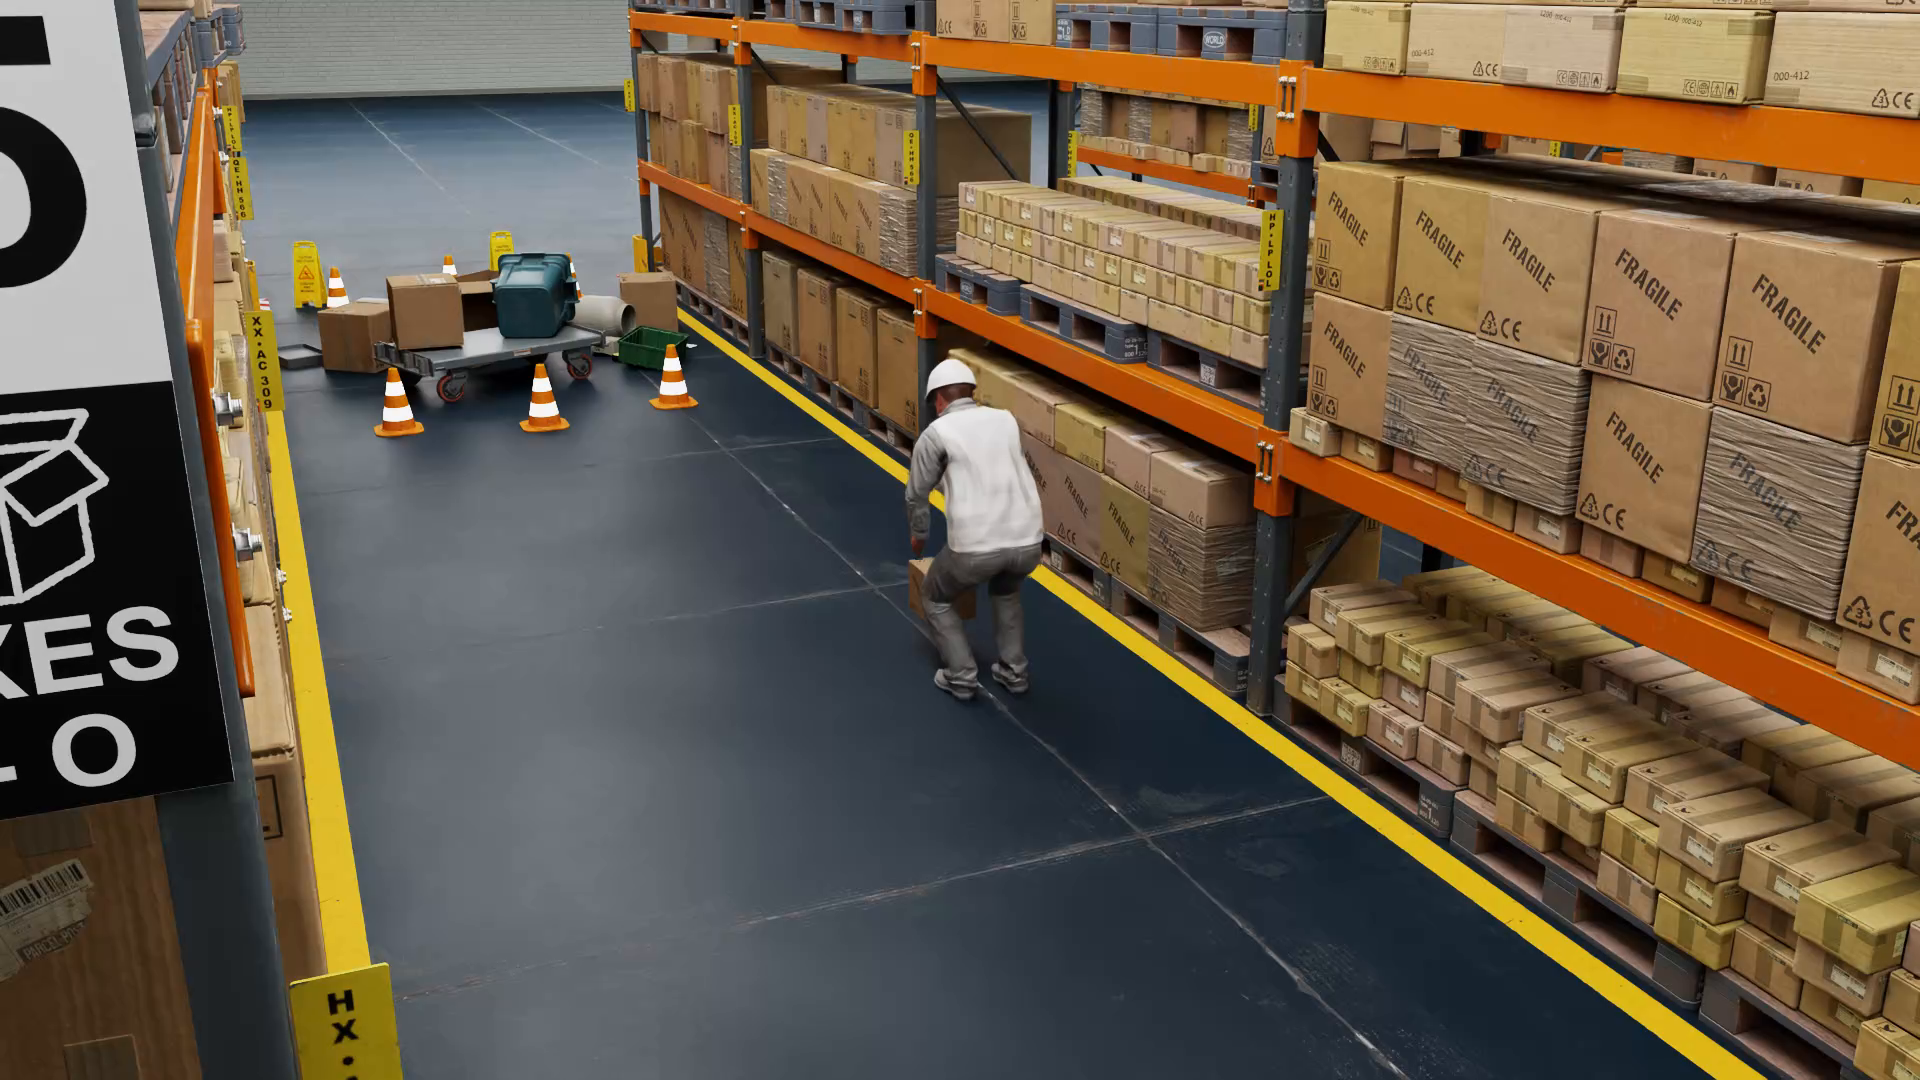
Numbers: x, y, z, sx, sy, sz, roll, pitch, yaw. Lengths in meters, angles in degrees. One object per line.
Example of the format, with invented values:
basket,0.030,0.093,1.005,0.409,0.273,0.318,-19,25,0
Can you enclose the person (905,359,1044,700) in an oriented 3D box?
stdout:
person,0.053,-0.032,7.543,0.590,1.507,0.713,-8,20,-22
